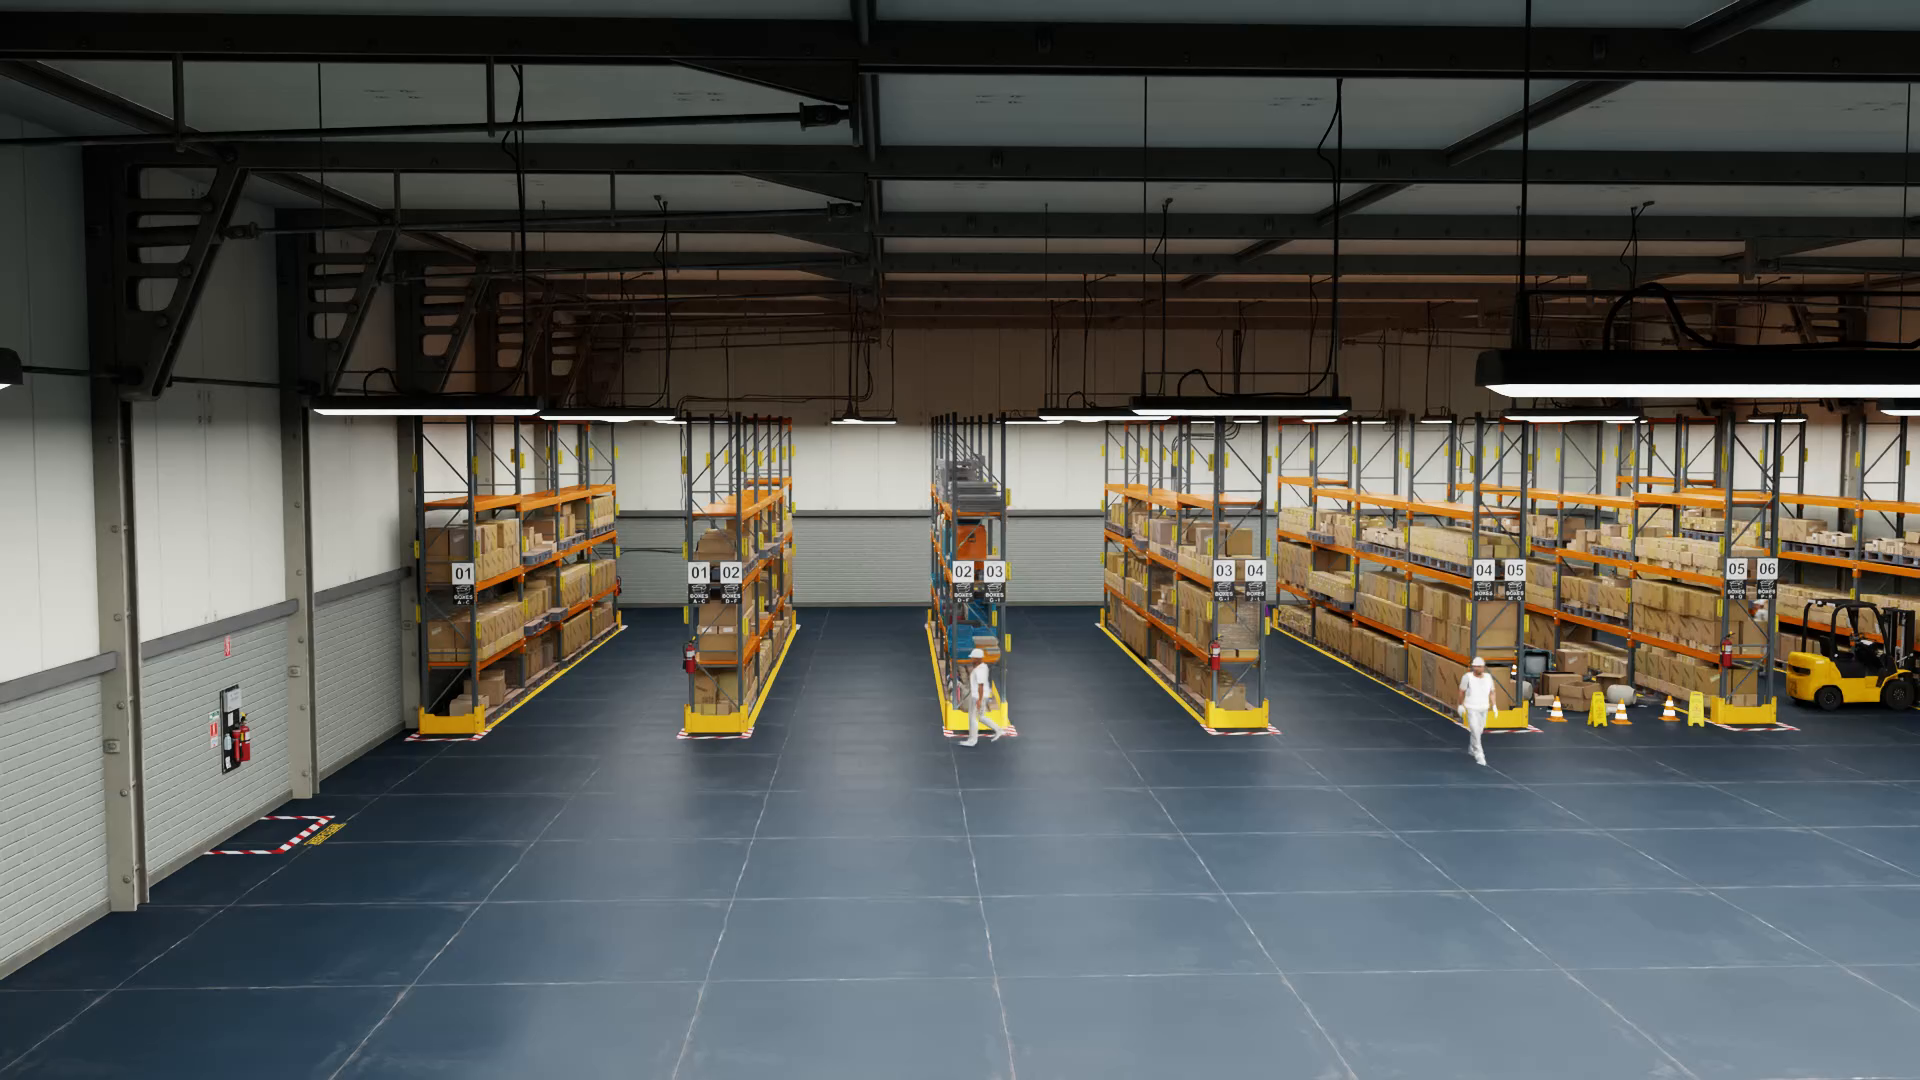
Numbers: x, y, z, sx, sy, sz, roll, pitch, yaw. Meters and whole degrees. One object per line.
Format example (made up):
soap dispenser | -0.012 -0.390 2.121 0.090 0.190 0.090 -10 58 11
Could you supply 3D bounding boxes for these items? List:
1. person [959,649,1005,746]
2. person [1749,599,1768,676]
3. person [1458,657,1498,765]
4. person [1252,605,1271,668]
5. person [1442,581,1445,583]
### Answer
person | 0.401 2.822 29.859 0.809 1.751 0.653 1 4 11
person | 18.411 2.245 38.154 0.511 1.806 0.543 -1 4 -16
person | 8.881 2.915 28.505 0.583 1.825 0.742 -1 4 -11
person | 7.122 2.149 39.818 0.626 1.815 0.558 0 4 0
person | 14.513 1.492 49.361 0.964 1.742 0.540 -1 4 -8
